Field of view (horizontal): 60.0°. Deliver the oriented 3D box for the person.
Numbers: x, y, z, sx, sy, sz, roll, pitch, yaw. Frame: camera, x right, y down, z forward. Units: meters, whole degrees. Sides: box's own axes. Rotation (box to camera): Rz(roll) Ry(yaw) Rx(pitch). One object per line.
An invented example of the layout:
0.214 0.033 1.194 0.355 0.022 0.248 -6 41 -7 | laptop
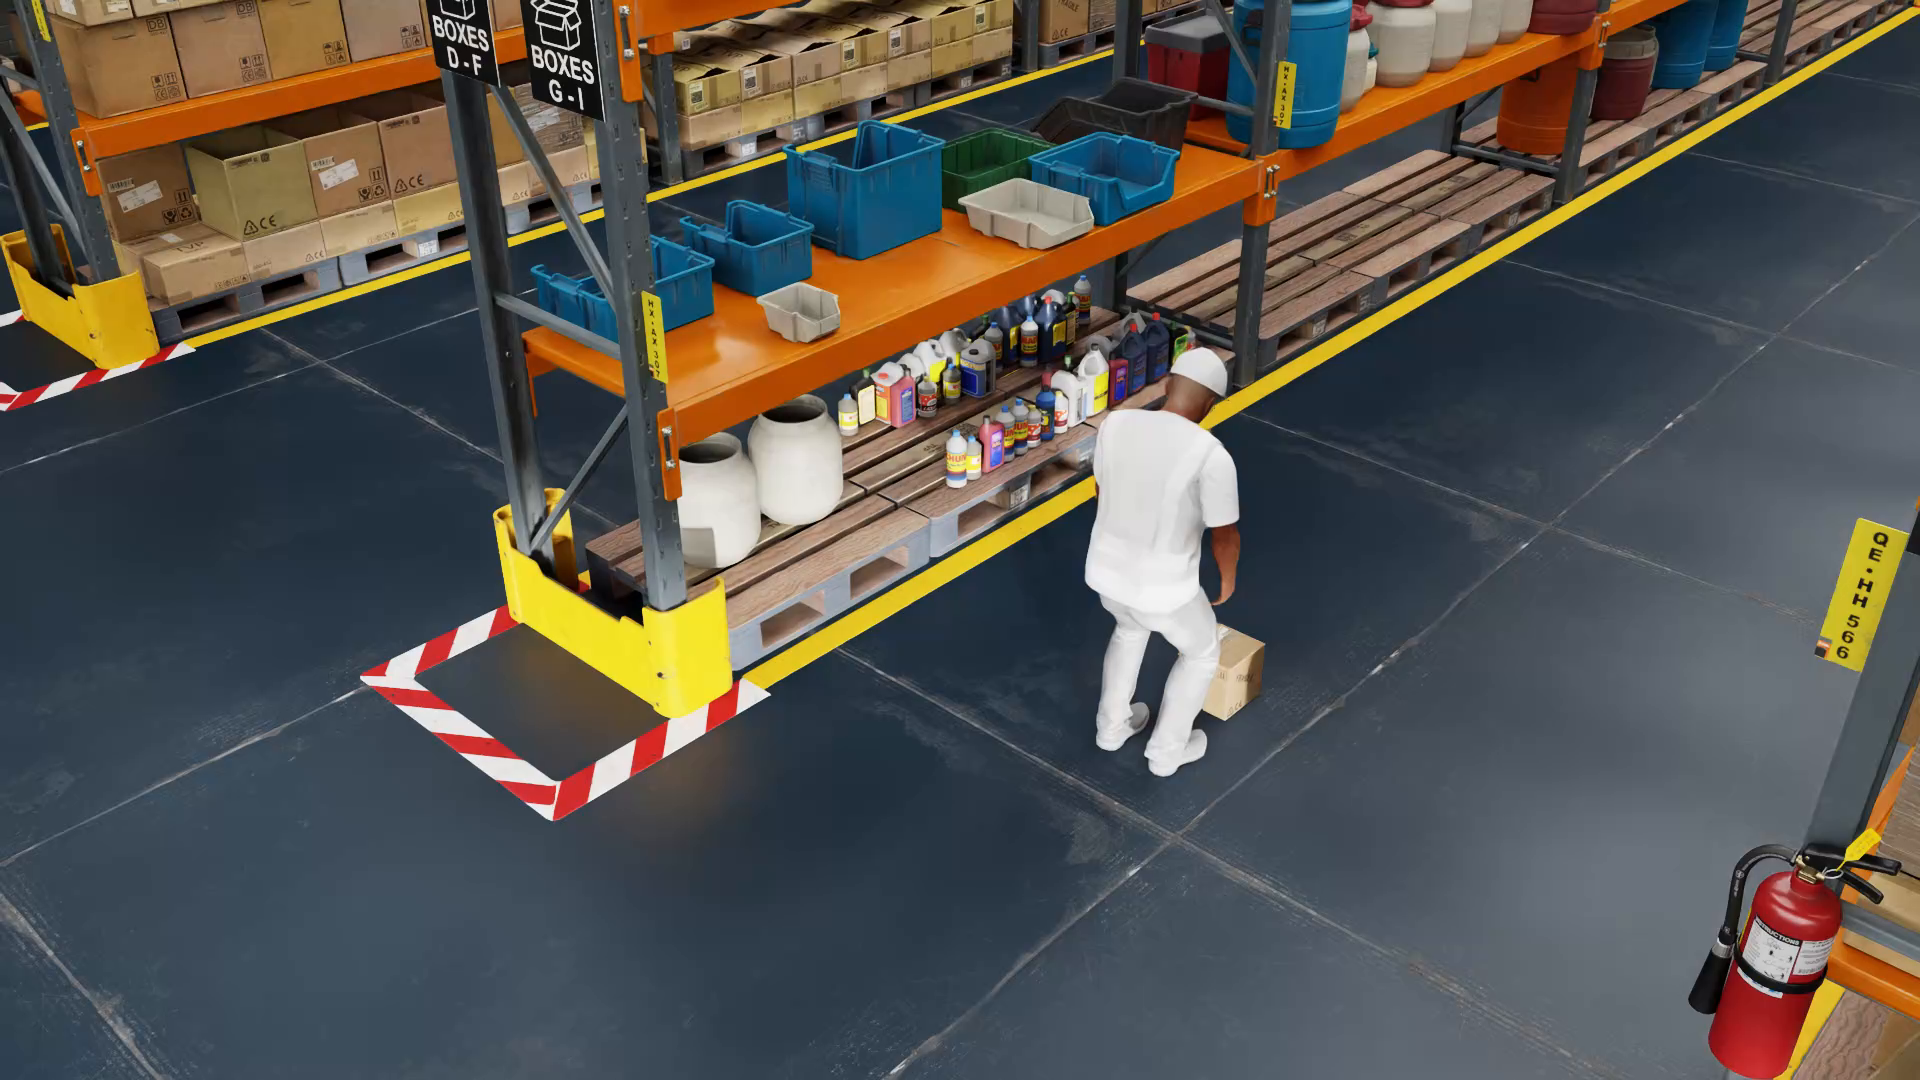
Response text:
0.726 0.089 6.114 0.616 1.614 0.599 26 40 36 | person
